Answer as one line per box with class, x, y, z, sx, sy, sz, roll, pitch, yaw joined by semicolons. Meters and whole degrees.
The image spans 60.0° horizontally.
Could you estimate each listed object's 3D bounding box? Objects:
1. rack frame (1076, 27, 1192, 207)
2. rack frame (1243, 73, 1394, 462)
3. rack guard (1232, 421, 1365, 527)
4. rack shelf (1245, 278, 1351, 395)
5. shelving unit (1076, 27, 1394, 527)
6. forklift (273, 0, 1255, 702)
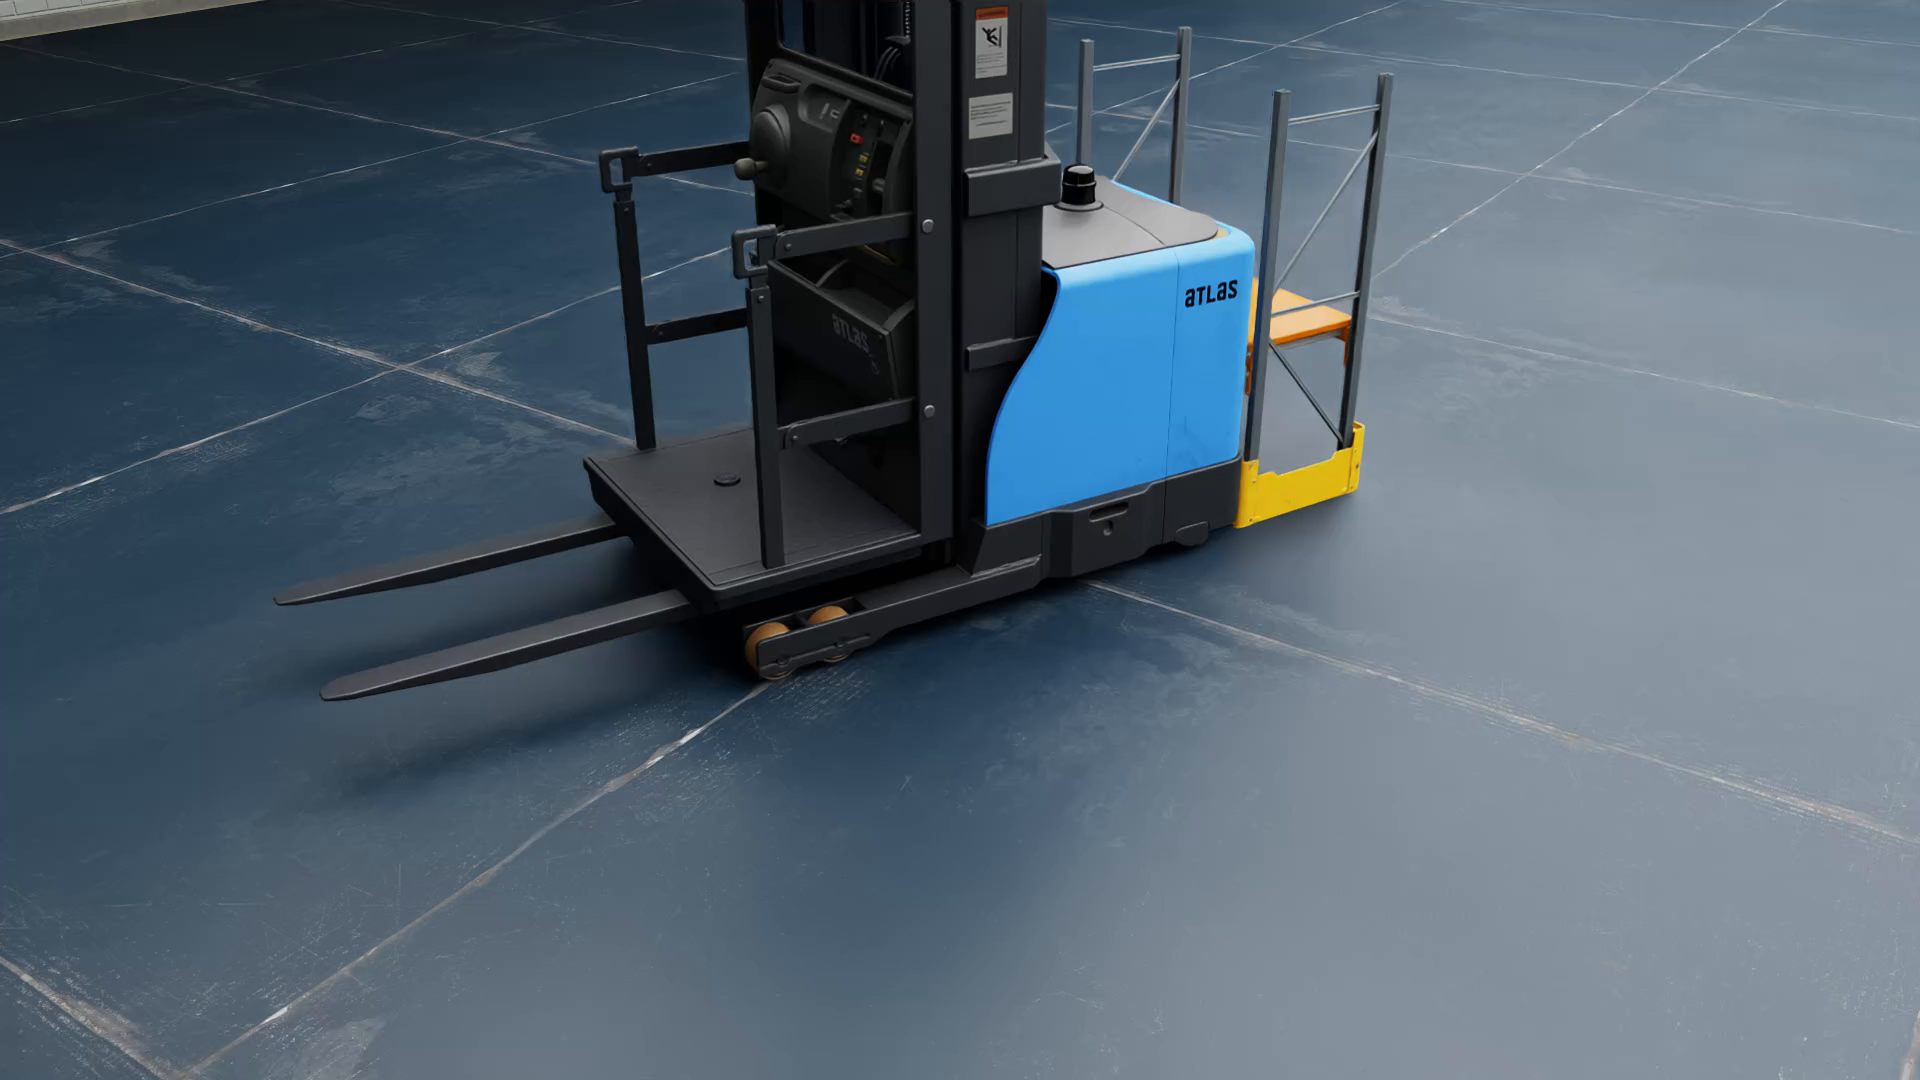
rack frame;0.647;-1.183;6.420;0.500;1.500;0.032;-17;31;-29
rack frame;1.203;-0.797;5.662;0.500;1.500;0.032;-17;31;-29
rack guard;1.202;-0.240;5.946;0.587;0.250;0.087;-17;31;-29
rack shelf;0.925;-0.829;6.123;0.538;0.185;1.000;-17;31;-29
shelving unit;0.930;-0.986;6.034;0.587;1.500;1.083;-17;31;-29
forklift;-0.568;-1.165;4.808;3.031;2.935;1.130;-15;31;-27
